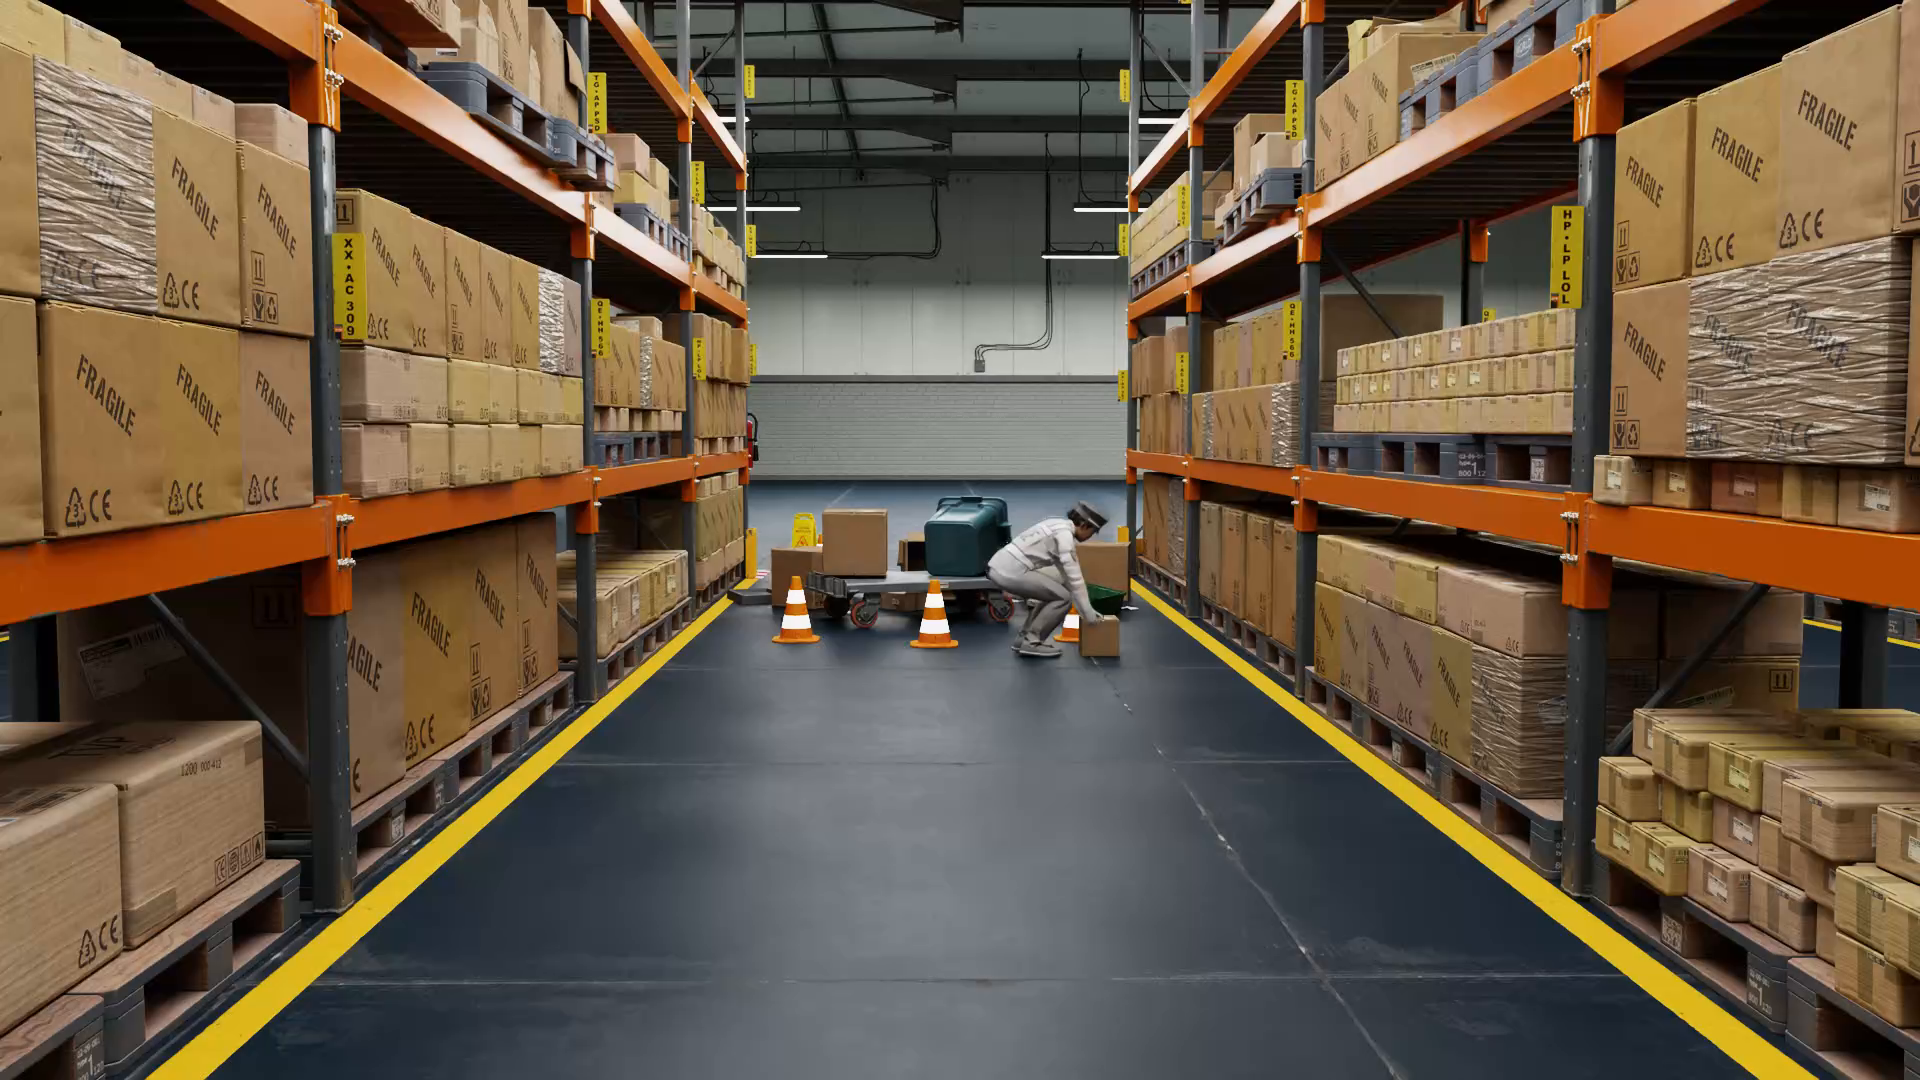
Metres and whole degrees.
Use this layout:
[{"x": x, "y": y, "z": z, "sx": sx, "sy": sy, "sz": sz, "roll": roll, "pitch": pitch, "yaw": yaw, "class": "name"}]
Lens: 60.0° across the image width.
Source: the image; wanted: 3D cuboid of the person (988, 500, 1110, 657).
[{"x": 0.605, "y": 0.254, "z": 11.317, "sx": 0.832, "sy": 1.052, "sz": 0.501, "roll": 0, "pitch": 4, "yaw": -1, "class": "person"}]
